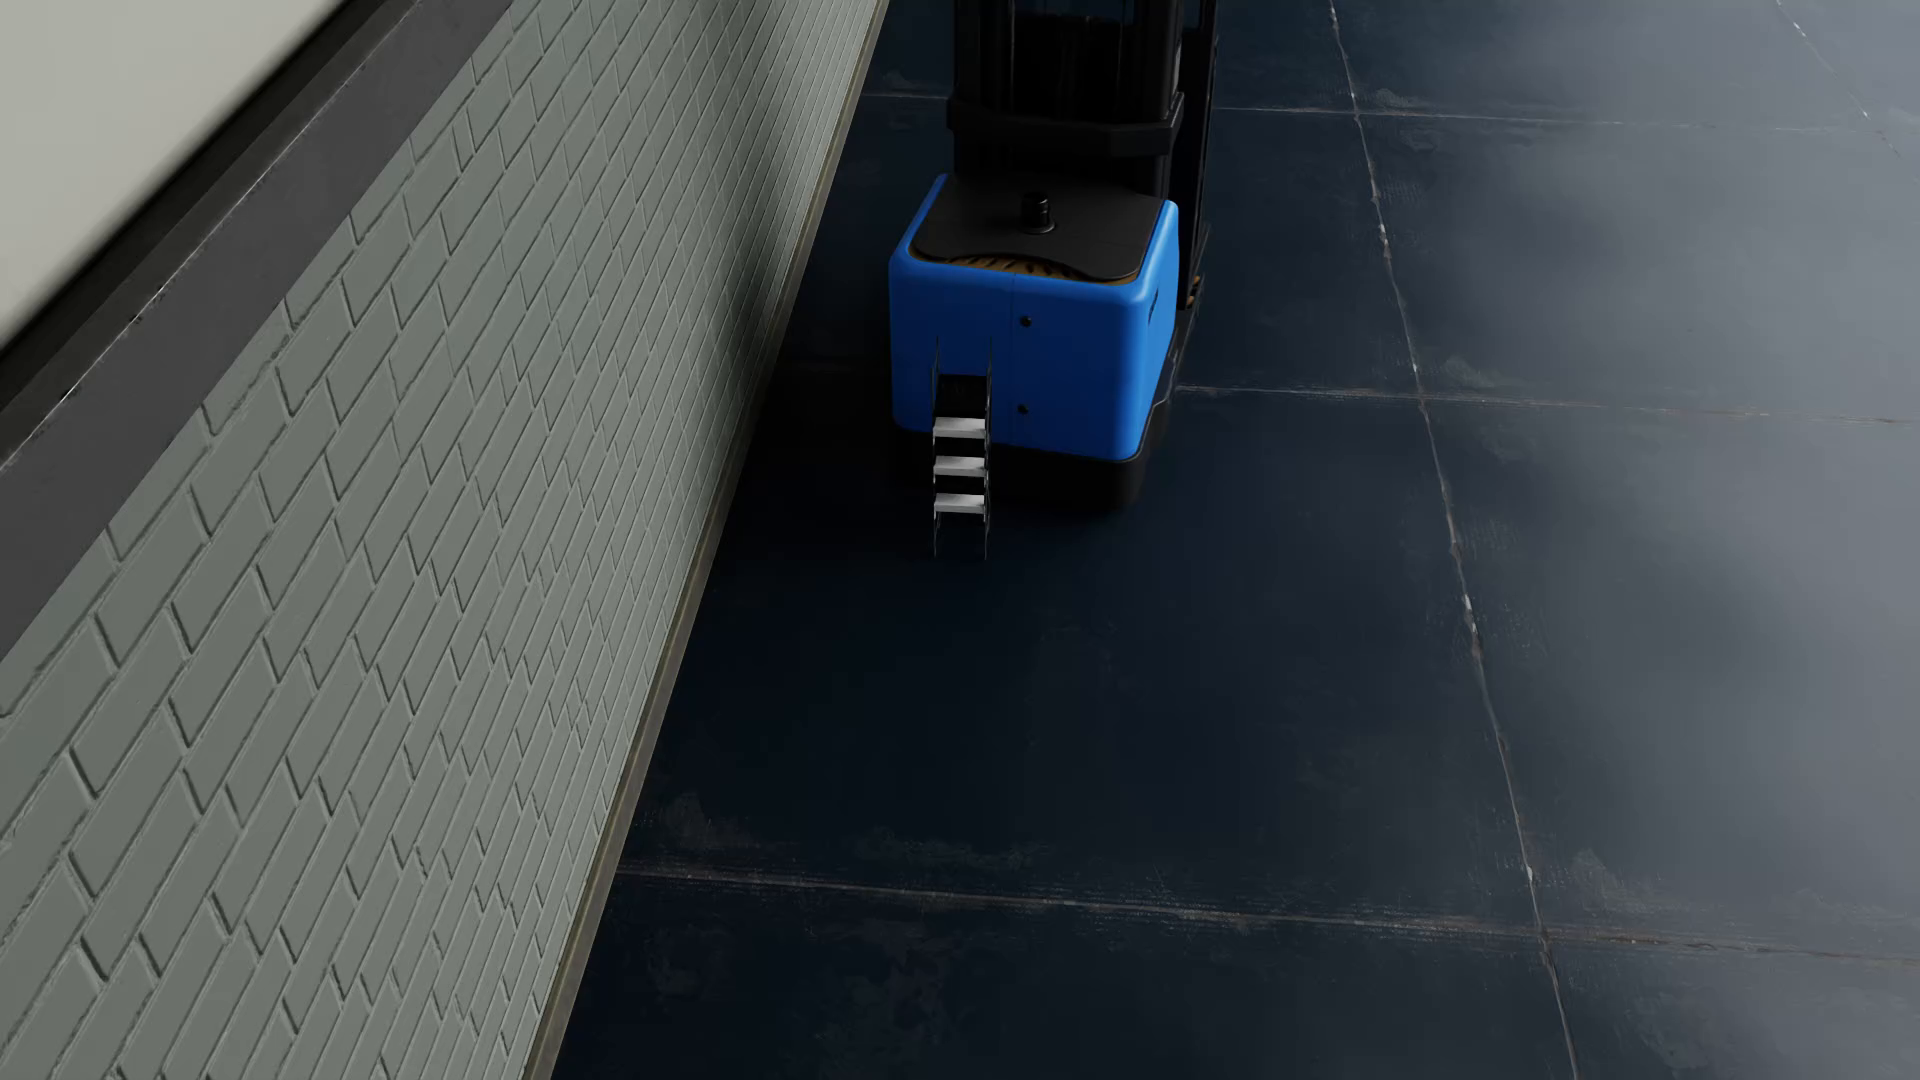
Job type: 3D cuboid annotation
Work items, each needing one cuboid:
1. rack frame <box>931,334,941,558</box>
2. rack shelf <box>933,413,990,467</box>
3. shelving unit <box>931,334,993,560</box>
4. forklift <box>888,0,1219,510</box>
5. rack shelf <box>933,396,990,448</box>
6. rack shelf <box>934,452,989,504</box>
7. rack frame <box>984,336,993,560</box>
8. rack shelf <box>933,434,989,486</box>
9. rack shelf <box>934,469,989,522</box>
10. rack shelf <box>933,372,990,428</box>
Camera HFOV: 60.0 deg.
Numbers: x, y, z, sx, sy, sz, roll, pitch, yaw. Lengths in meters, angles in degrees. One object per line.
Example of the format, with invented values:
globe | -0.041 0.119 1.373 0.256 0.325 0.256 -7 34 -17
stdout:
rack frame | -0.093 -0.354 6.472 0.006 0.900 0.240 3 39 4
rack shelf | 0.008 -0.393 6.430 0.200 0.077 0.258 3 39 4
shelving unit | 0.008 -0.349 6.465 0.210 0.900 0.258 3 39 4
forklift | 0.572 -2.197 7.127 1.130 2.935 3.031 9 40 11
rack shelf | 0.008 -0.462 6.373 0.200 0.077 0.258 3 39 4
rack shelf | 0.008 -0.253 6.543 0.200 0.077 0.258 3 39 4
rack frame | 0.109 -0.343 6.459 0.006 0.900 0.240 3 39 4
rack shelf | 0.008 -0.323 6.486 0.200 0.077 0.258 3 39 4
rack shelf | 0.008 -0.183 6.600 0.200 0.077 0.258 3 39 4
rack shelf | 0.008 -0.532 6.316 0.200 0.077 0.258 3 39 4
